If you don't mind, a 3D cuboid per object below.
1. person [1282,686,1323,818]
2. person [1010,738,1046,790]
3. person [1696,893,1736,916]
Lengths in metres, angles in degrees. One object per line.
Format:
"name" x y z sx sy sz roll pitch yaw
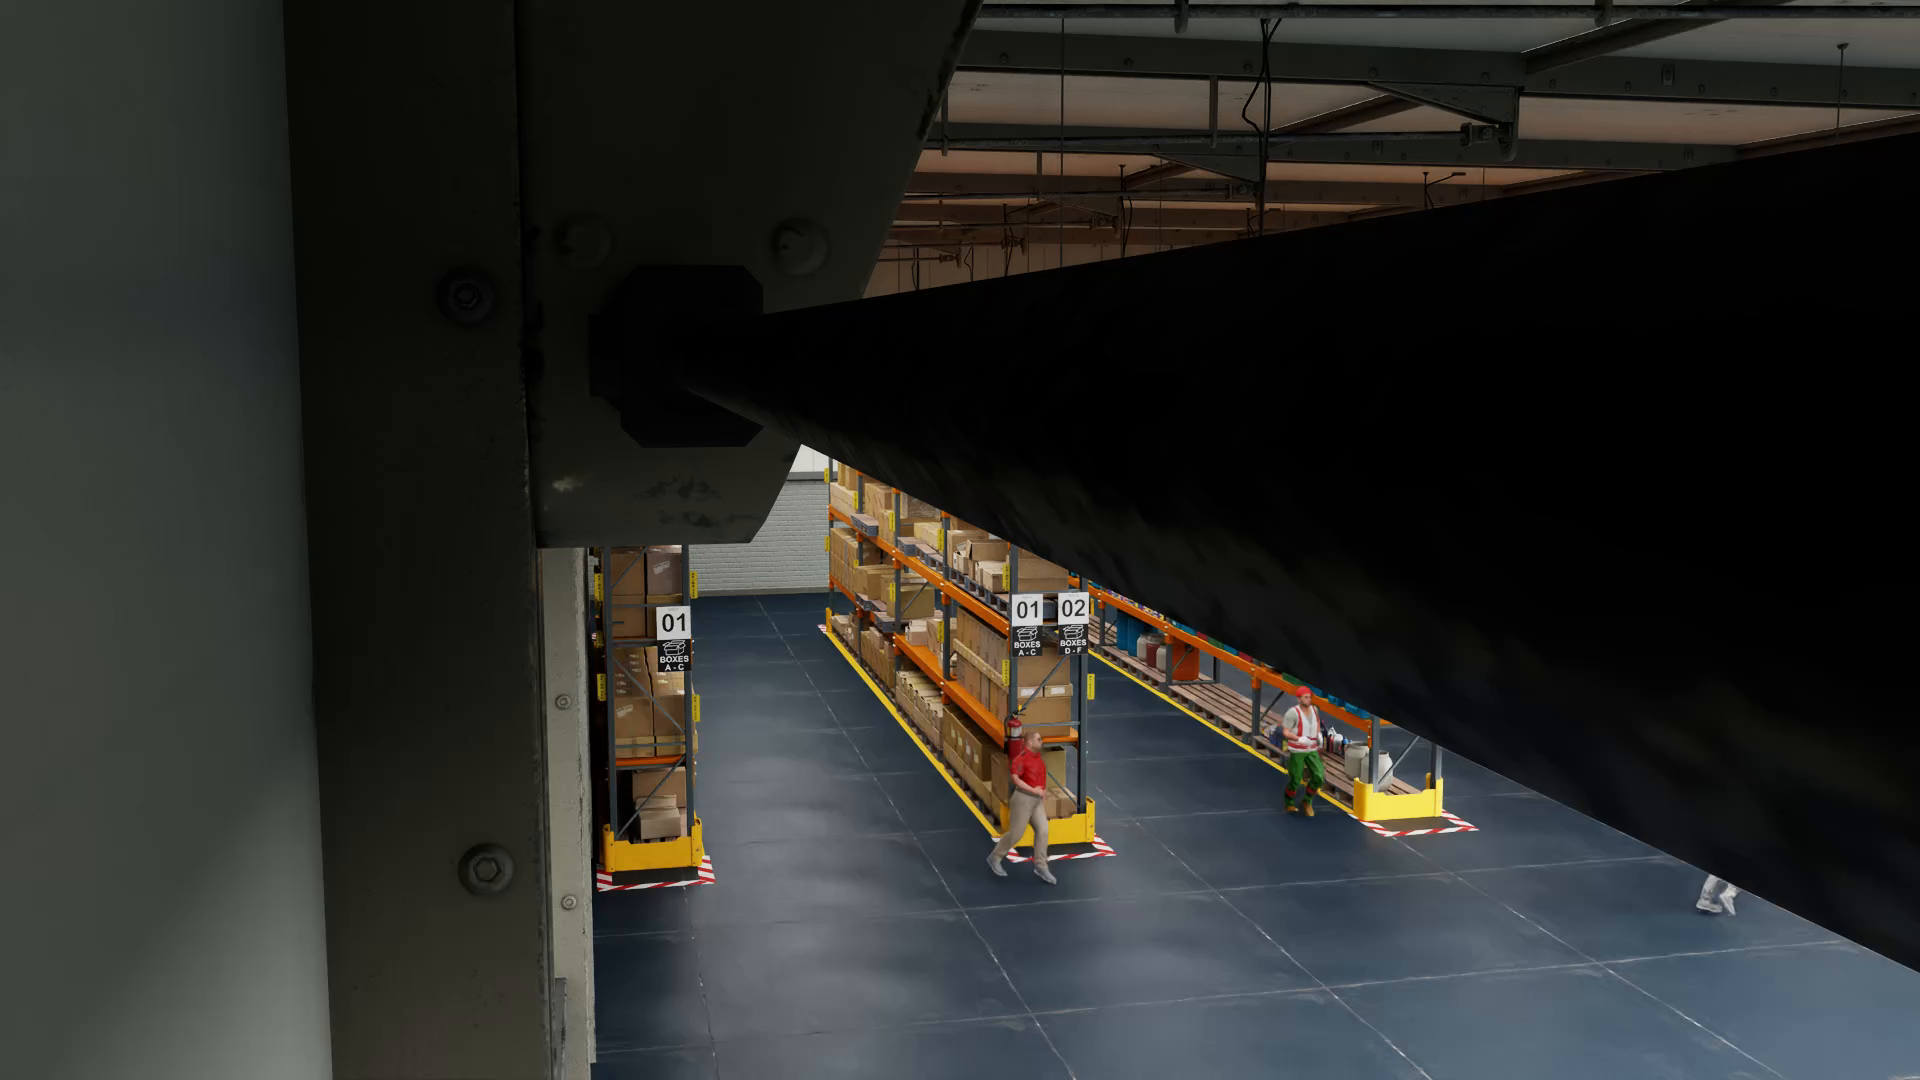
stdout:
"person" 4.598 2.832 22.138 0.670 1.806 0.693 -3 7 -21
"person" 0.884 2.688 19.688 0.254 0.682 0.681 4 8 31
"person" 8.404 3.321 18.380 0.395 1.661 0.316 0 7 3
